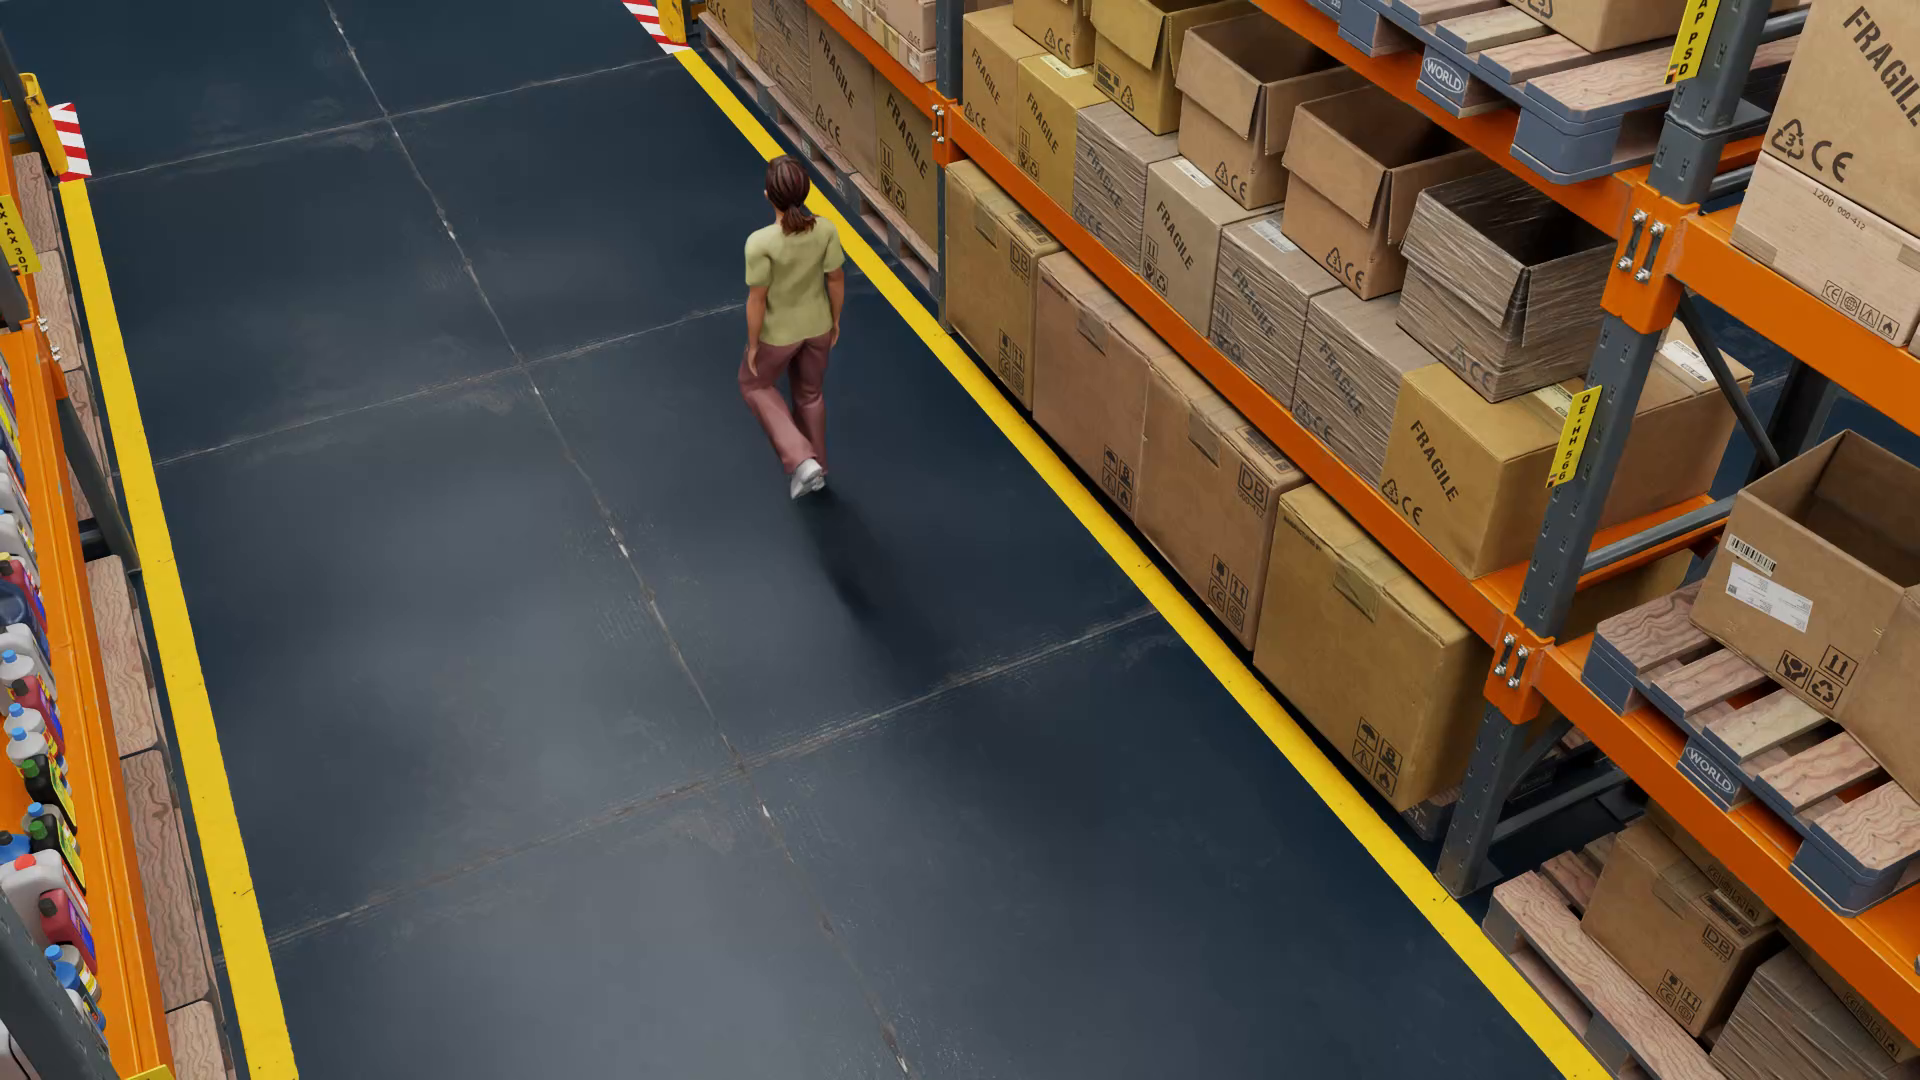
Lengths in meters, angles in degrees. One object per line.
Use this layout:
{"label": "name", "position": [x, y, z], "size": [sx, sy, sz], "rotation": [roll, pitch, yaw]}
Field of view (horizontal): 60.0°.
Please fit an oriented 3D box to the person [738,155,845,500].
{"label": "person", "position": [-0.701, -0.873, 7.113], "size": [0.466, 1.663, 0.504], "rotation": [-19, 45, -20]}
